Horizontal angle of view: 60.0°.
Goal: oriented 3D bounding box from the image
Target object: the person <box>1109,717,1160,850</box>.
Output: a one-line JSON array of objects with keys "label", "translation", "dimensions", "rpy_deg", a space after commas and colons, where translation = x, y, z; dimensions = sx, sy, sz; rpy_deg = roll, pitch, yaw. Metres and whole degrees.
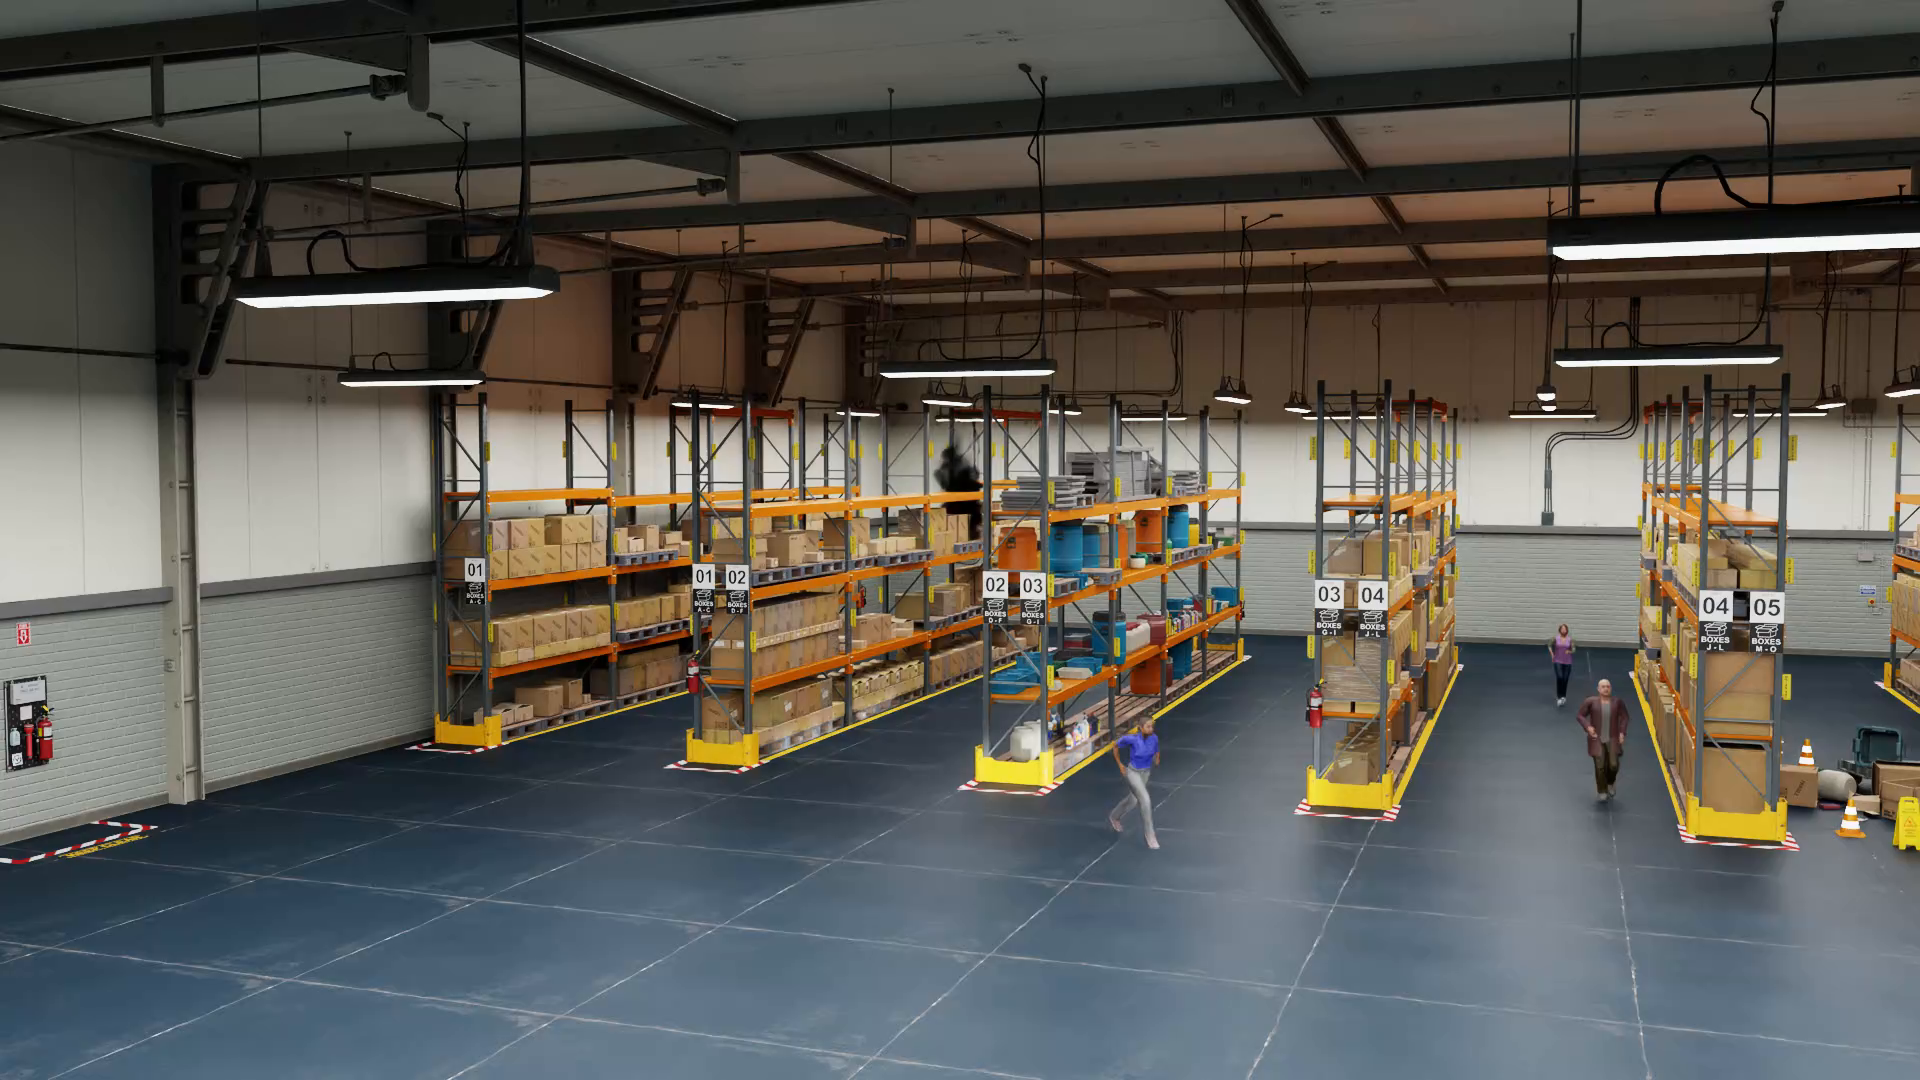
[{"label": "person", "translation": [2.238, 3.065, 21.314], "dimensions": [0.579, 1.665, 1.001], "rpy_deg": [-2, 4, -37]}]

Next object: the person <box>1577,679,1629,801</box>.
[{"label": "person", "translation": [9.202, 2.863, 23.797], "dimensions": [0.716, 1.743, 0.630], "rpy_deg": [1, 3, 15]}]

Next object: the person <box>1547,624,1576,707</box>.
[{"label": "person", "translation": [11.869, 2.474, 32.782], "dimensions": [0.509, 1.612, 0.615], "rpy_deg": [1, 3, 11]}]
